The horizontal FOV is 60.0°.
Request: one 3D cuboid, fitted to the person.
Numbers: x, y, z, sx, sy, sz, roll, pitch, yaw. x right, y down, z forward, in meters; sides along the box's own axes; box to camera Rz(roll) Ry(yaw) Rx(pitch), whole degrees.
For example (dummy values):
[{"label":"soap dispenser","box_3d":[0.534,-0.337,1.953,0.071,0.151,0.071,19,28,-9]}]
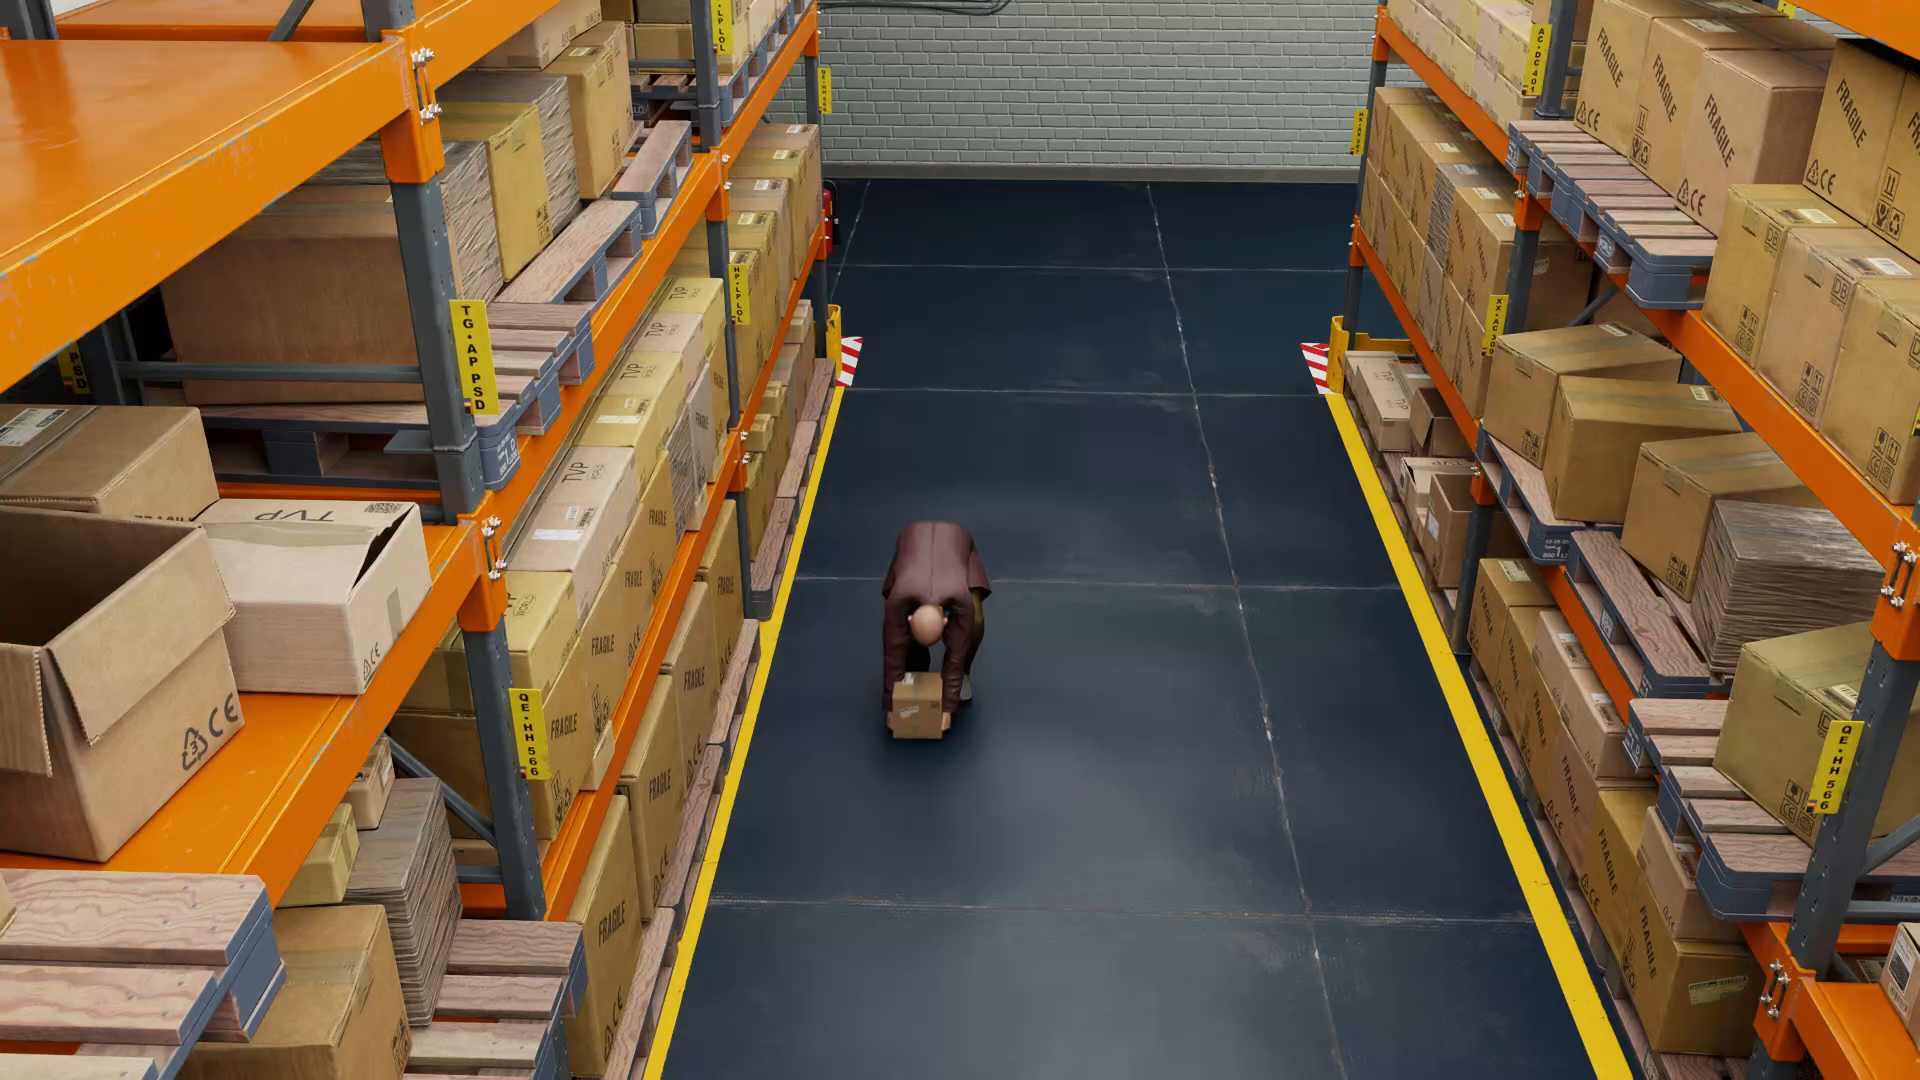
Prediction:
[{"label":"person","box_3d":[-0.122,0.427,8.706,0.583,0.952,0.944,0,28,0]}]
